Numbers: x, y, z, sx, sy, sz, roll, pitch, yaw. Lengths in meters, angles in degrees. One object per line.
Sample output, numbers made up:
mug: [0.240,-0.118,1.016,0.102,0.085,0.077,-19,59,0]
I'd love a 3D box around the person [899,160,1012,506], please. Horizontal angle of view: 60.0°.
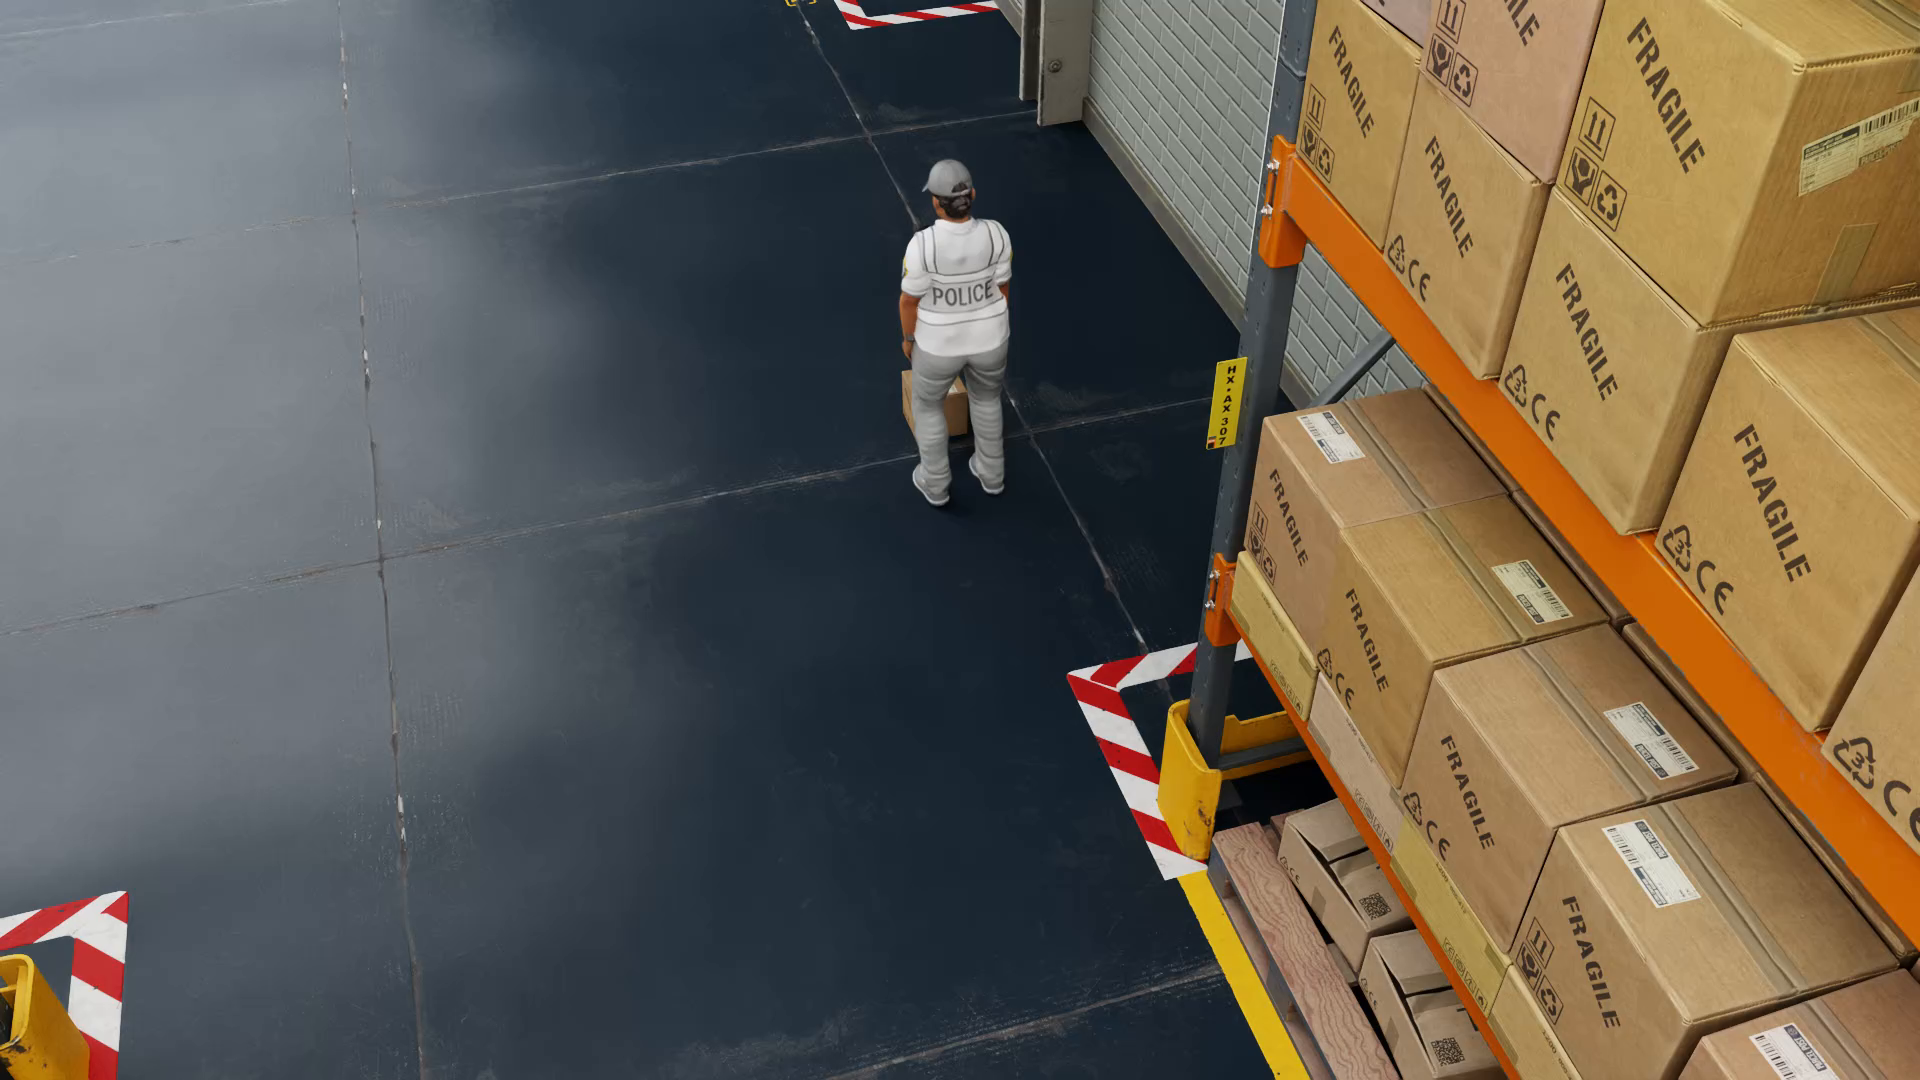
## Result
person: [-0.025,-0.859,7.113,0.476,1.653,0.394,-11,44,-12]
